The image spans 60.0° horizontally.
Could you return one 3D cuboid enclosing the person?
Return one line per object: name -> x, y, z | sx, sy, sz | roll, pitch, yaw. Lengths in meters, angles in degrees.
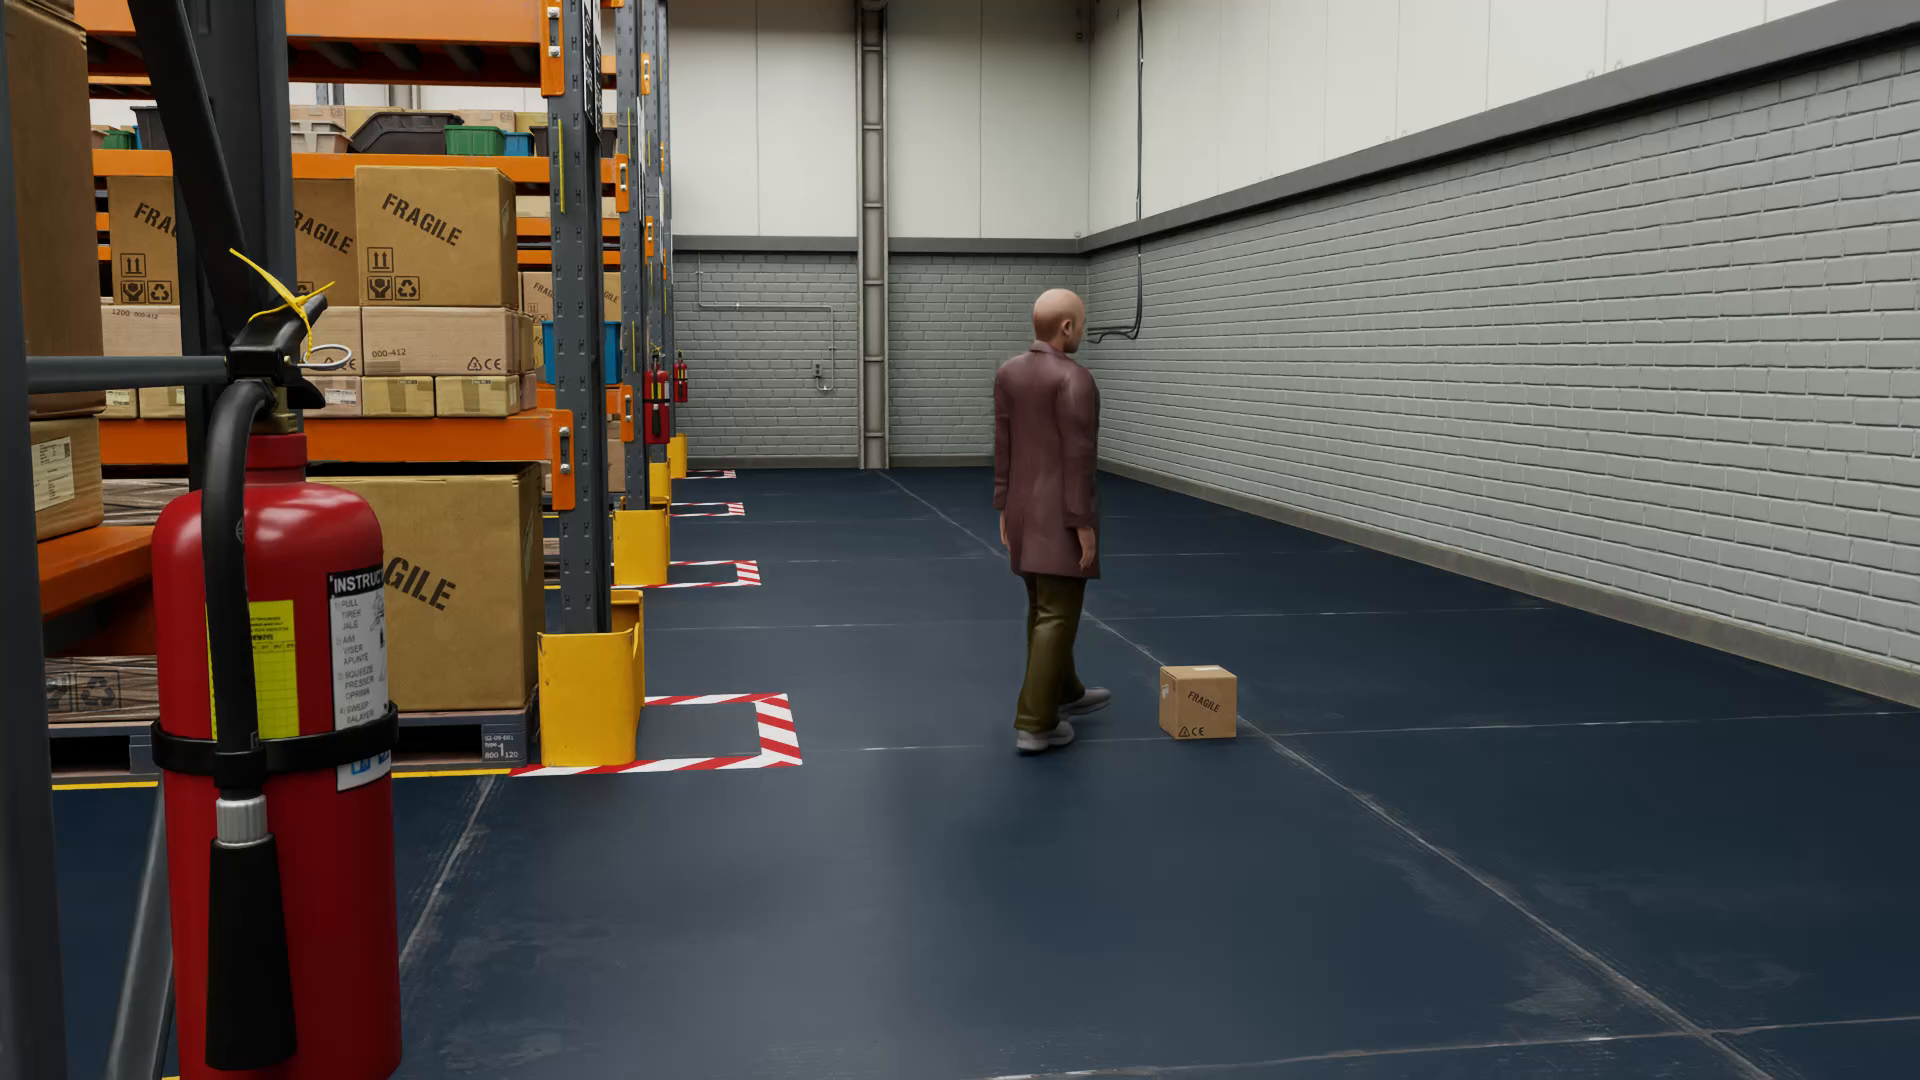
person -> 0.436, -0.093, 6.574 | 0.722, 1.775, 0.599 | -5, 8, -36
